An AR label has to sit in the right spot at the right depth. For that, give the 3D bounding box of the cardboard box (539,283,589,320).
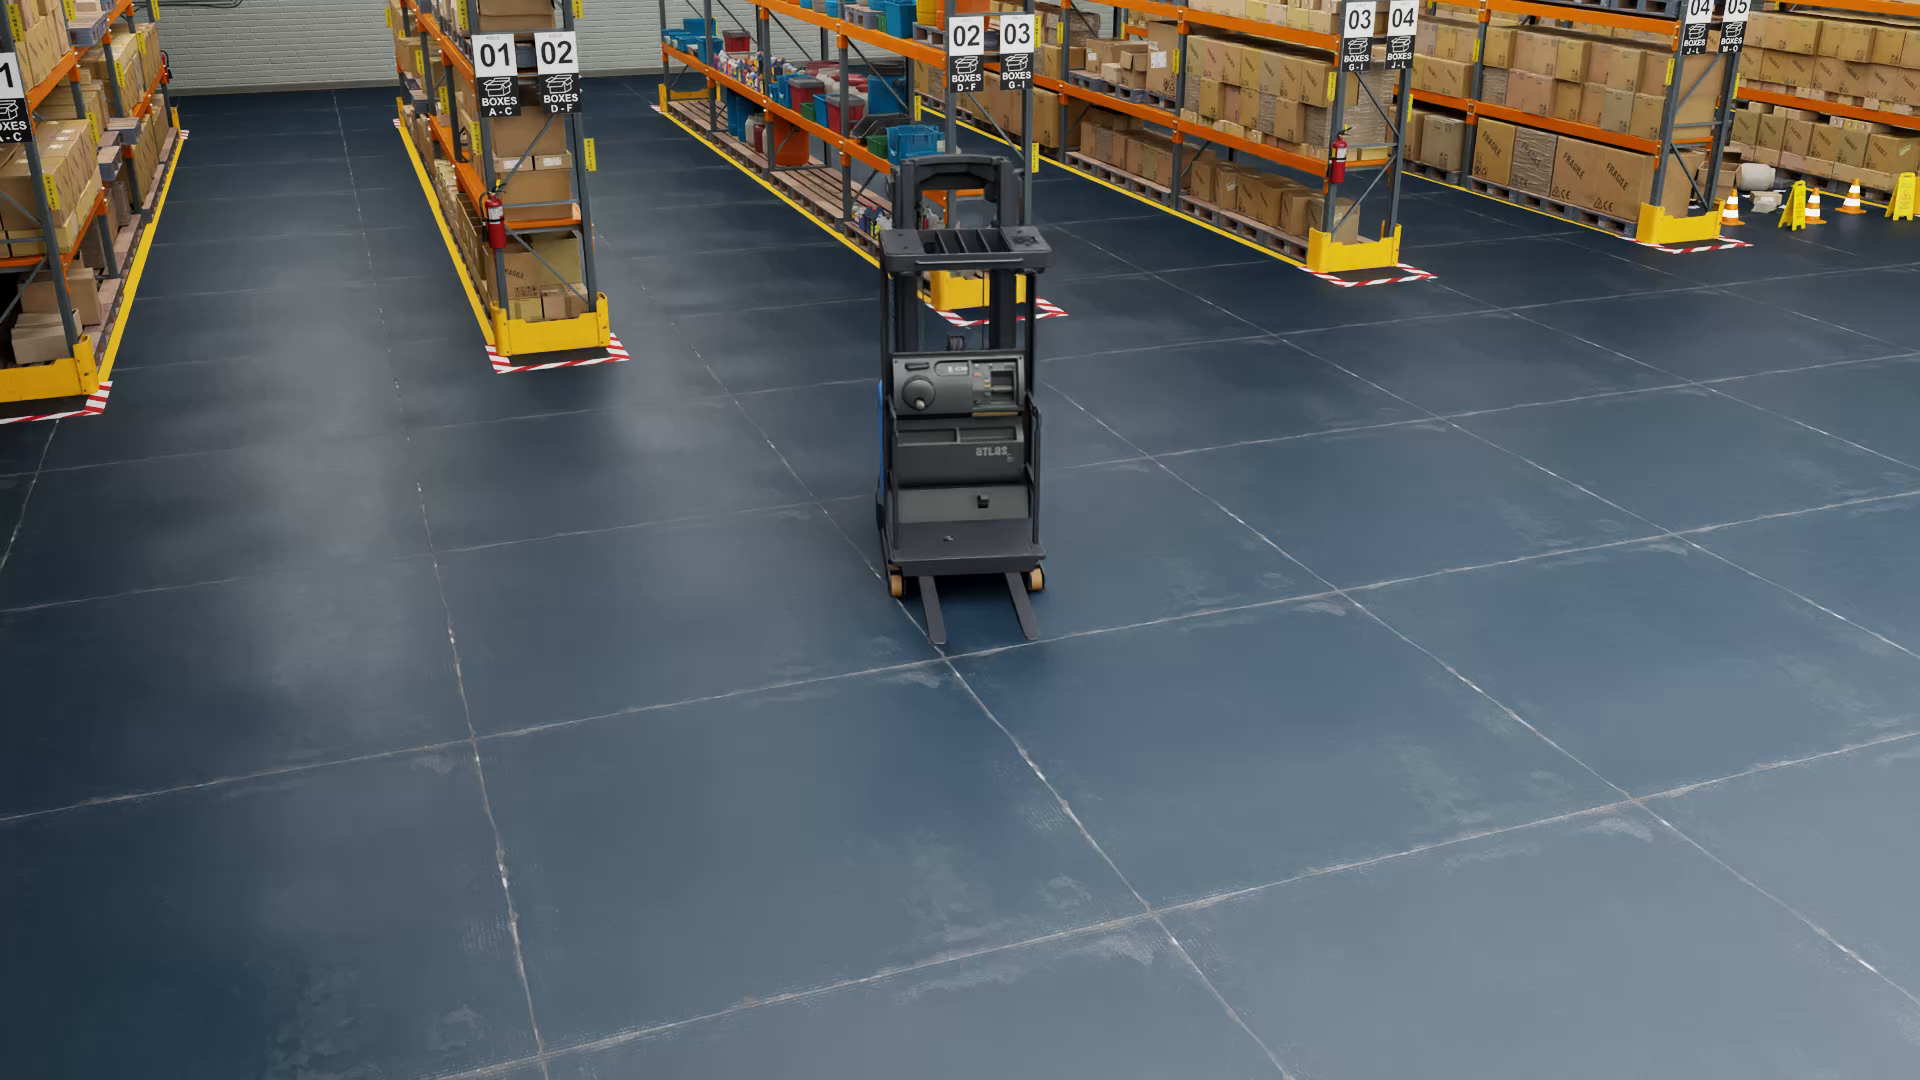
[{"bbox_3d":[-4.294,-2.589,18.029,0.500,0.250,0.500,-8,24,-19],"label":"cardboard box"}]

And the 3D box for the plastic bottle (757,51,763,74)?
[{"bbox_3d":[-3.355,-8.077,28.114,0.144,0.351,0.185,-8,24,-19],"label":"plastic bottle"}]

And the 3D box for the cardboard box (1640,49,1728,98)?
[{"bbox_3d":[9.537,-6.145,21.885,0.875,0.550,0.550,-8,24,-19],"label":"cardboard box"}]

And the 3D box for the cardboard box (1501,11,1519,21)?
[{"bbox_3d":[10.616,-10.087,31.403,0.500,0.500,0.500,-8,24,-19],"label":"cardboard box"}]

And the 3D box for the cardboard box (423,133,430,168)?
[{"bbox_3d":[-8.062,-6.080,25.965,0.500,0.500,0.500,-9,25,-21],"label":"cardboard box"}]

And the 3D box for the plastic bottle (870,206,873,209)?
[{"bbox_3d":[-1.149,-4.245,21.890,0.061,0.283,0.133,-8,24,-19],"label":"plastic bottle"}]

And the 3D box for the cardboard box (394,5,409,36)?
[{"bbox_3d":[-9.510,-9.004,28.835,0.500,0.500,0.500,-9,24,-19],"label":"cardboard box"}]

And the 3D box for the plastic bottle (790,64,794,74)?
[{"bbox_3d":[-2.719,-7.596,27.060,0.061,0.283,0.133,-8,24,-19],"label":"plastic bottle"}]

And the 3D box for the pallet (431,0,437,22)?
[{"bbox_3d":[-6.417,-6.999,21.874,1.003,0.211,1.213,-7,24,-17],"label":"pallet"}]

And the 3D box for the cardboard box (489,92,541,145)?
[{"bbox_3d":[-4.675,-4.462,17.675,0.700,0.500,0.500,-9,24,-20],"label":"cardboard box"}]

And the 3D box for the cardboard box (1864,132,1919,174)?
[{"bbox_3d":[13.701,-5.682,24.402,0.500,0.500,0.500,-8,24,-19],"label":"cardboard box"}]

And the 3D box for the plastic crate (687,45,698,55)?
[{"bbox_3d":[-4.813,-8.973,30.439,0.293,0.136,0.466,-8,24,-19],"label":"plastic crate"}]

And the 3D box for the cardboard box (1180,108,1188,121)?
[{"bbox_3d":[3.338,-6.013,23.478,0.380,0.149,0.250,-8,24,-19],"label":"cardboard box"}]

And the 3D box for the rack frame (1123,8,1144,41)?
[{"bbox_3d":[3.980,-11.252,35.585,1.000,3.000,0.127,-8,24,-19],"label":"rack frame"}]

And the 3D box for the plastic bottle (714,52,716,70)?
[{"bbox_3d":[-4.186,-8.230,28.564,0.061,0.283,0.133,-8,24,-19],"label":"plastic bottle"}]

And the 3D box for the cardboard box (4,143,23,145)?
[{"bbox_3d":[-10.038,-3.925,17.403,0.500,0.500,0.500,-8,24,-18],"label":"cardboard box"}]

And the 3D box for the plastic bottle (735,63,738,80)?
[{"bbox_3d":[-3.650,-7.694,27.307,0.097,0.271,0.097,0,23,0],"label":"plastic bottle"}]

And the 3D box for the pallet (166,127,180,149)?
[{"bbox_3d":[-14.242,-7.005,29.098,1.003,0.211,1.213,-8,24,-19],"label":"pallet"}]

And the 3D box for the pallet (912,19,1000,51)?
[{"bbox_3d":[0.122,-5.724,18.851,1.003,0.211,1.213,-8,24,-19],"label":"pallet"}]

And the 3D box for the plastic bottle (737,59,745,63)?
[{"bbox_3d":[-3.640,-7.882,27.749,0.152,0.276,0.135,-8,24,-19],"label":"plastic bottle"}]

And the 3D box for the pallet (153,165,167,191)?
[{"bbox_3d":[-12.842,-5.561,25.672,1.003,0.211,1.213,-8,24,-19],"label":"pallet"}]

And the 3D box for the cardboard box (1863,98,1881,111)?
[{"bbox_3d":[13.512,-6.408,24.414,0.380,0.149,0.250,-8,24,-18],"label":"cardboard box"}]

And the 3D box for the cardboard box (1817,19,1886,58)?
[{"bbox_3d":[13.348,-7.510,24.908,0.700,0.500,0.500,-9,24,-19],"label":"cardboard box"}]

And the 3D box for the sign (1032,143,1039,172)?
[{"bbox_3d":[0.839,-4.317,18.773,0.100,0.325,0.005,-8,24,-19],"label":"sign"}]

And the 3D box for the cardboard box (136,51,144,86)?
[{"bbox_3d":[-12.786,-7.175,25.374,0.500,0.500,0.500,-9,24,-20],"label":"cardboard box"}]

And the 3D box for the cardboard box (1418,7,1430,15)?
[{"bbox_3d":[9.585,-10.694,34.132,0.500,0.500,0.500,-8,24,-19],"label":"cardboard box"}]

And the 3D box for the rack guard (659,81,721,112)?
[{"bbox_3d":[-5.350,-8.784,32.947,1.175,0.500,0.348,-8,24,-19],"label":"rack guard"}]

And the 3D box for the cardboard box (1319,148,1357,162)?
[{"bbox_3d":[4.663,-4.754,20.491,0.380,0.149,0.250,-8,24,-19],"label":"cardboard box"}]

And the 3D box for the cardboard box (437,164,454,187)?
[{"bbox_3d":[-7.035,-5.108,23.285,0.500,0.311,0.500,-9,24,-20],"label":"cardboard box"}]

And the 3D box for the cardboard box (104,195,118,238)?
[{"bbox_3d":[-11.193,-4.079,21.218,0.700,0.500,0.500,-8,24,-19],"label":"cardboard box"}]

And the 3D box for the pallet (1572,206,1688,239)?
[{"bbox_3d":[9.277,-4.433,22.997,1.003,0.211,1.213,-8,24,-19],"label":"pallet"}]

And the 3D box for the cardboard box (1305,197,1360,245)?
[{"bbox_3d":[4.752,-4.066,21.212,0.500,0.500,0.500,-4,23,-9],"label":"cardboard box"}]

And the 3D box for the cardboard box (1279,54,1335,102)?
[{"bbox_3d":[4.349,-5.785,20.815,0.500,0.500,0.500,-8,24,-19],"label":"cardboard box"}]

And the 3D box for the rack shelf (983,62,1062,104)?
[{"bbox_3d":[1.424,-8.097,29.024,1.077,0.370,4.000,-8,24,-19],"label":"rack shelf"}]

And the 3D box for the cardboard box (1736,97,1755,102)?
[{"bbox_3d":[15.693,-8.909,32.704,0.500,0.500,0.500,-8,24,-17],"label":"cardboard box"}]

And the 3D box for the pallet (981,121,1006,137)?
[{"bbox_3d":[1.060,-7.600,30.510,1.003,0.211,1.213,-8,24,-19],"label":"pallet"}]

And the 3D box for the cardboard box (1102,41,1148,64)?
[{"bbox_3d":[2.649,-7.561,26.158,0.700,0.500,0.500,-5,23,-11],"label":"cardboard box"}]

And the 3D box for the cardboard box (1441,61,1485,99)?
[{"bbox_3d":[7.785,-7.091,25.583,0.500,0.500,0.500,-8,24,-19],"label":"cardboard box"}]

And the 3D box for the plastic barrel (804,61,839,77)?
[{"bbox_3d":[-2.056,-6.958,25.220,0.600,0.536,0.708,-8,24,-19],"label":"plastic barrel"}]

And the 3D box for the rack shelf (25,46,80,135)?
[{"bbox_3d":[-9.652,-4.533,16.708,1.077,0.370,4.000,-8,24,-19],"label":"rack shelf"}]

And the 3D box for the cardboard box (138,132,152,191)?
[{"bbox_3d":[-12.212,-5.470,24.093,0.750,0.750,0.750,-8,24,-19],"label":"cardboard box"}]

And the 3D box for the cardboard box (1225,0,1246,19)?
[{"bbox_3d":[3.820,-6.989,21.801,0.500,0.250,0.500,-9,25,-21],"label":"cardboard box"}]

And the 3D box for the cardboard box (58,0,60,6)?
[{"bbox_3d":[-9.928,-5.963,17.731,0.500,0.500,0.500,-11,25,-24],"label":"cardboard box"}]

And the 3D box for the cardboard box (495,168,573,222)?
[{"bbox_3d":[-4.465,-3.654,17.429,0.700,0.500,0.500,-8,24,-19],"label":"cardboard box"}]

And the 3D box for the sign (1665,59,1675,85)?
[{"bbox_3d":[9.120,-6.012,21.356,0.100,0.325,0.005,-8,24,-19],"label":"sign"}]

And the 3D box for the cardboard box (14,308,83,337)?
[{"bbox_3d":[-9.307,-2.190,16.980,0.500,0.311,0.500,-6,24,-15],"label":"cardboard box"}]

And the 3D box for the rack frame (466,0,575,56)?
[{"bbox_3d":[-4.312,-6.201,15.877,1.000,3.000,0.127,-8,24,-19],"label":"rack frame"}]

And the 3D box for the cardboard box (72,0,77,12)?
[{"bbox_3d":[-11.400,-6.618,20.569,0.797,0.503,0.637,-5,23,-12],"label":"cardboard box"}]

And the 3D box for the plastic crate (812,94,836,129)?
[{"bbox_3d":[-1.771,-5.919,22.953,0.392,0.384,0.575,-8,24,-19],"label":"plastic crate"}]

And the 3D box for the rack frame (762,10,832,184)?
[{"bbox_3d":[-2.503,-7.022,25.548,1.000,3.000,0.127,-8,24,-19],"label":"rack frame"}]

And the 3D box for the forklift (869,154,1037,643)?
[{"bbox_3d":[-0.045,-1.080,11.538,1.130,2.935,3.031,0,23,0],"label":"forklift"}]

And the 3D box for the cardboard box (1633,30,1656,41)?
[{"bbox_3d":[11.898,-8.679,28.428,0.500,0.500,0.500,-9,25,-21],"label":"cardboard box"}]

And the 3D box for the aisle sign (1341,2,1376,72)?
[{"bbox_3d":[4.698,-5.929,19.608,0.394,0.787,0.004,-8,24,-19],"label":"aisle sign"}]

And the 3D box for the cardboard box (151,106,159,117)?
[{"bbox_3d":[-13.488,-7.082,27.532,0.380,0.149,0.250,-9,24,-20],"label":"cardboard box"}]

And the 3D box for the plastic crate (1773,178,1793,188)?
[{"bbox_3d":[12.602,-5.579,25.885,0.402,0.080,0.583,-18,29,-37],"label":"plastic crate"}]

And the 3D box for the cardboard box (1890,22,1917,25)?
[{"bbox_3d":[16.732,-9.097,29.509,0.380,0.149,0.250,-9,24,-20],"label":"cardboard box"}]
